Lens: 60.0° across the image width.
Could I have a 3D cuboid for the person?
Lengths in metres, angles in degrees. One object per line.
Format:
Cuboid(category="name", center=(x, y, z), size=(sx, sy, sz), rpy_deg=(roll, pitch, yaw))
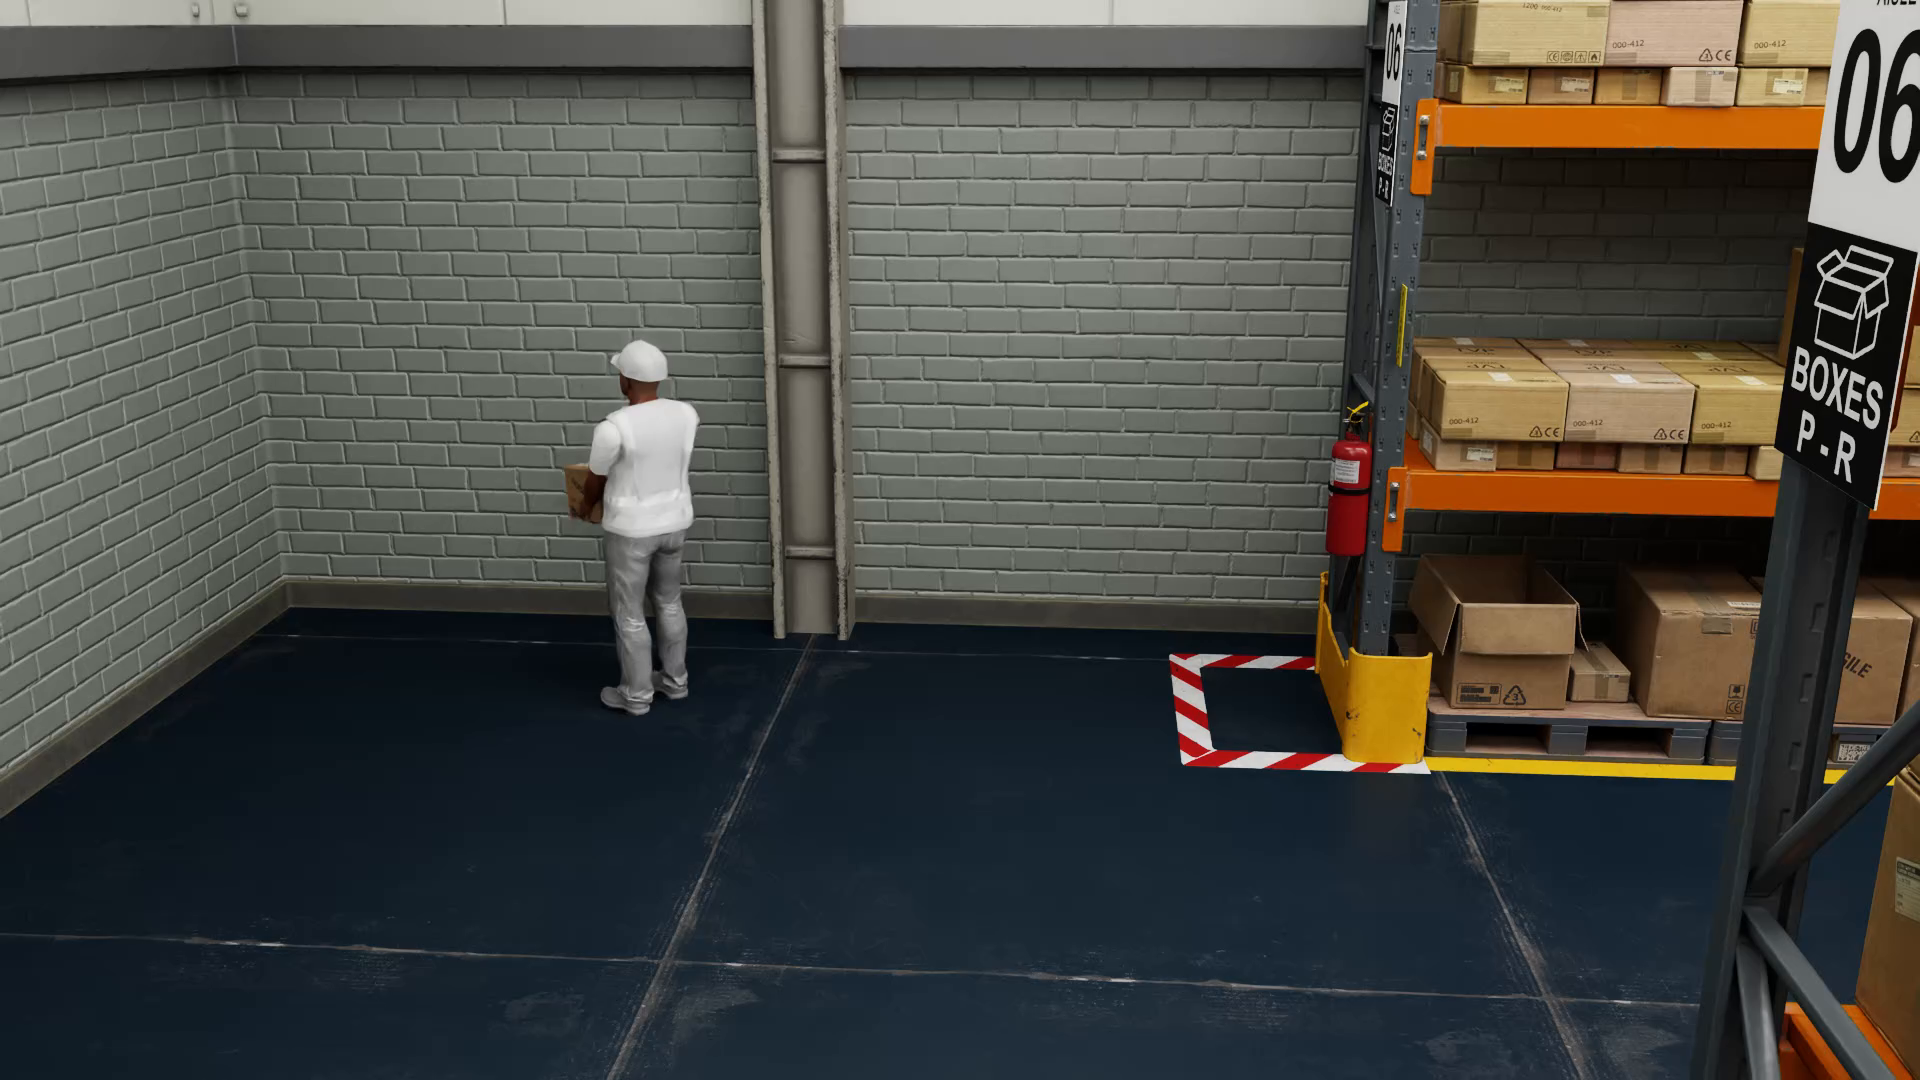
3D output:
Cuboid(category="person", center=(-1.513, -0.077, 7.751), size=(0.513, 1.769, 0.573), rpy_deg=(-15, 23, -40))
